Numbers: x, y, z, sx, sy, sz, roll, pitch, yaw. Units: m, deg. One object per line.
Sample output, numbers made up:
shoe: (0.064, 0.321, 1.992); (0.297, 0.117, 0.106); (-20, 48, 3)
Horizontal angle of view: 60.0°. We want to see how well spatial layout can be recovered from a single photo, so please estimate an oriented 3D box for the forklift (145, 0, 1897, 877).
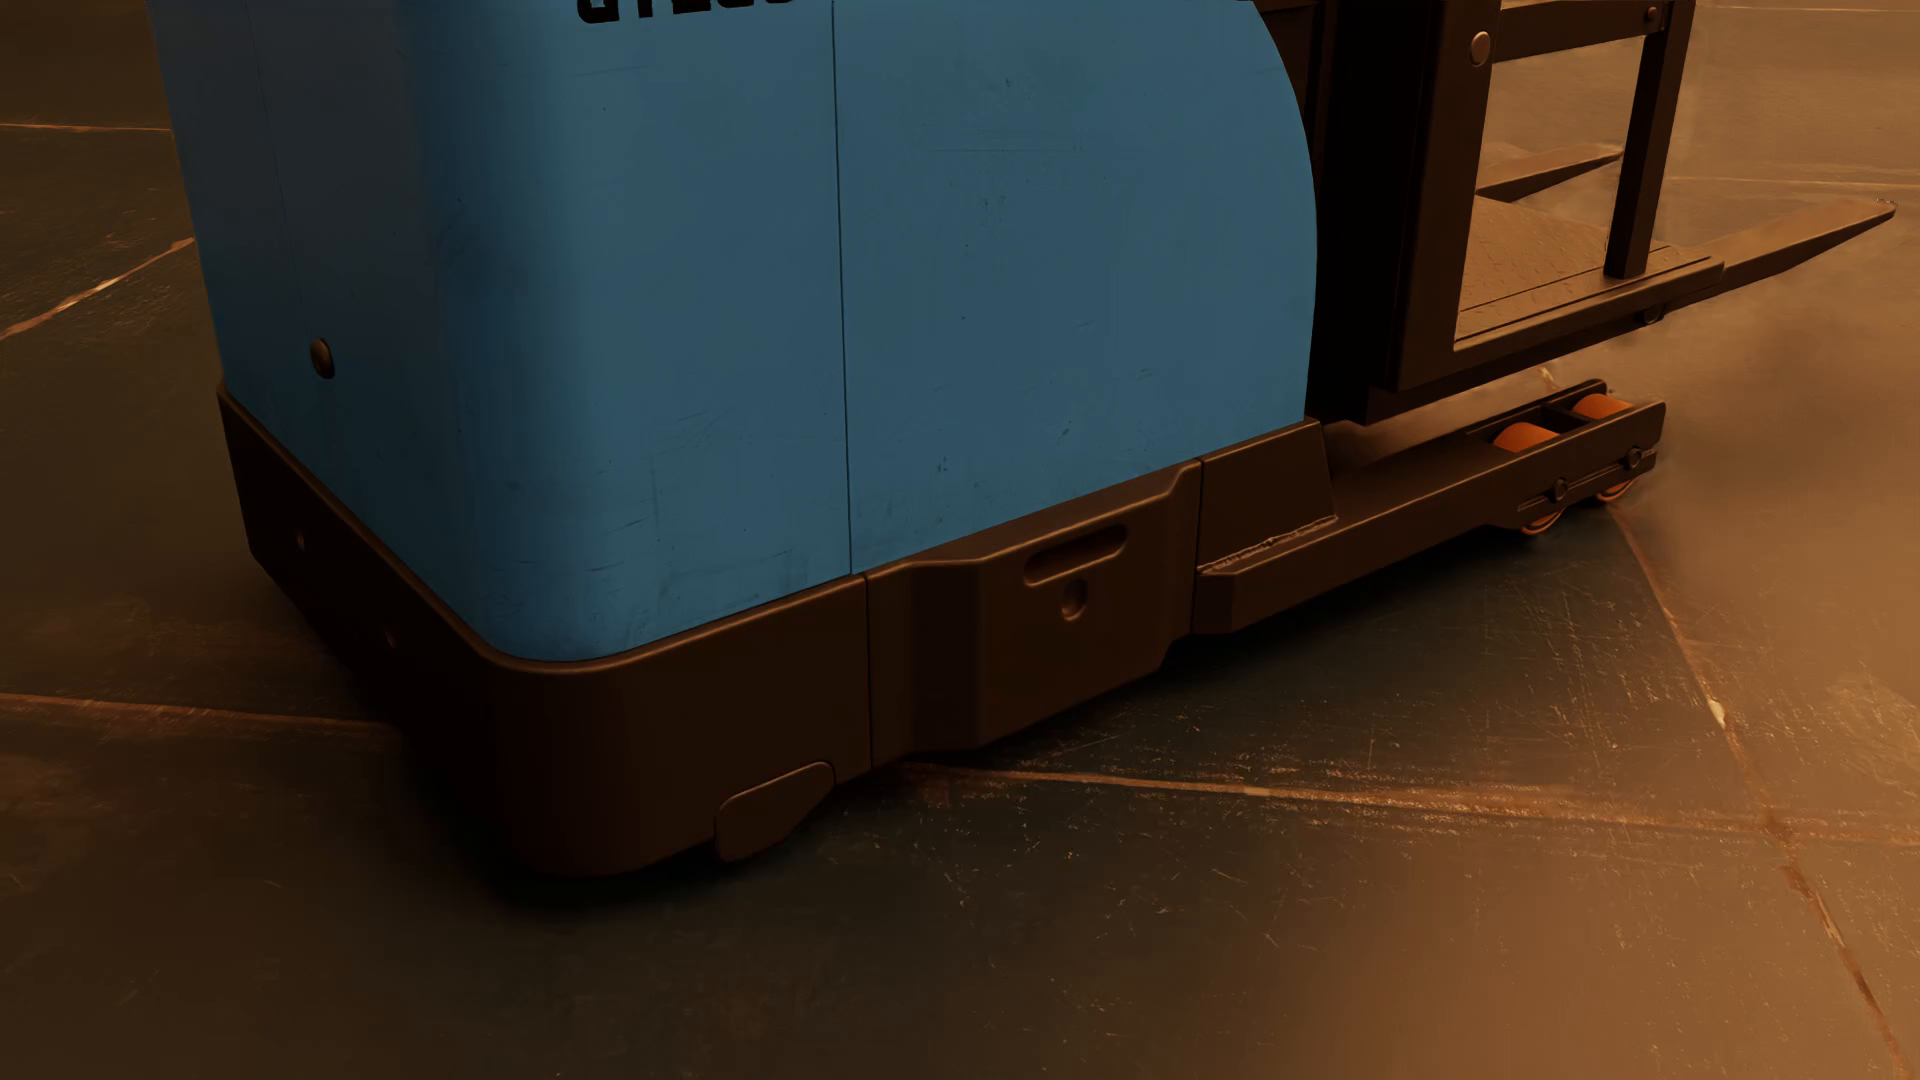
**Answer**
forklift: (0.482, -1.488, 2.199); (3.031, 2.935, 1.130); (-19, 32, -33)
